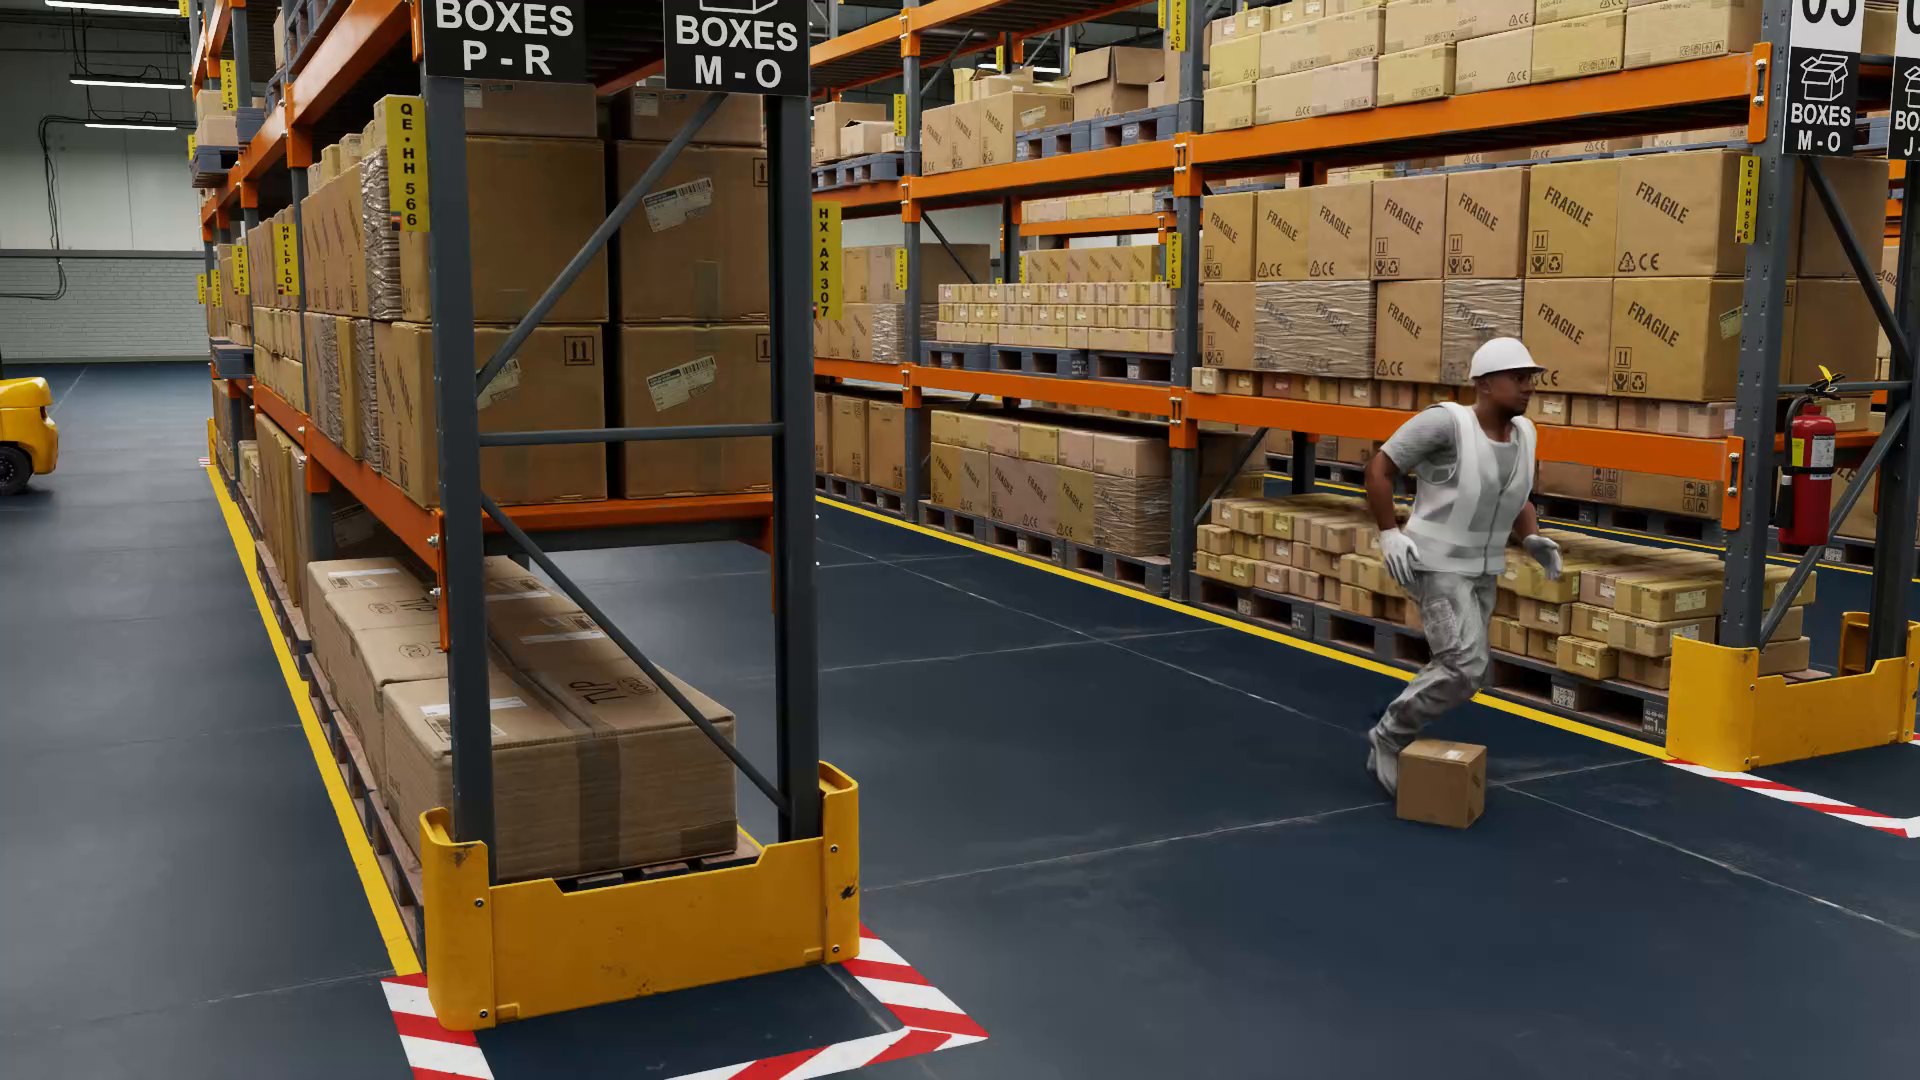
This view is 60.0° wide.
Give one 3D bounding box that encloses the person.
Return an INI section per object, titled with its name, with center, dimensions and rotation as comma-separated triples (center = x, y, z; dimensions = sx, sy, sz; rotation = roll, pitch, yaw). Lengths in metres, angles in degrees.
[person]
center = 1.847, 0.114, 6.165
dimensions = 0.683, 1.724, 0.708
rotation = -6, 10, -34
